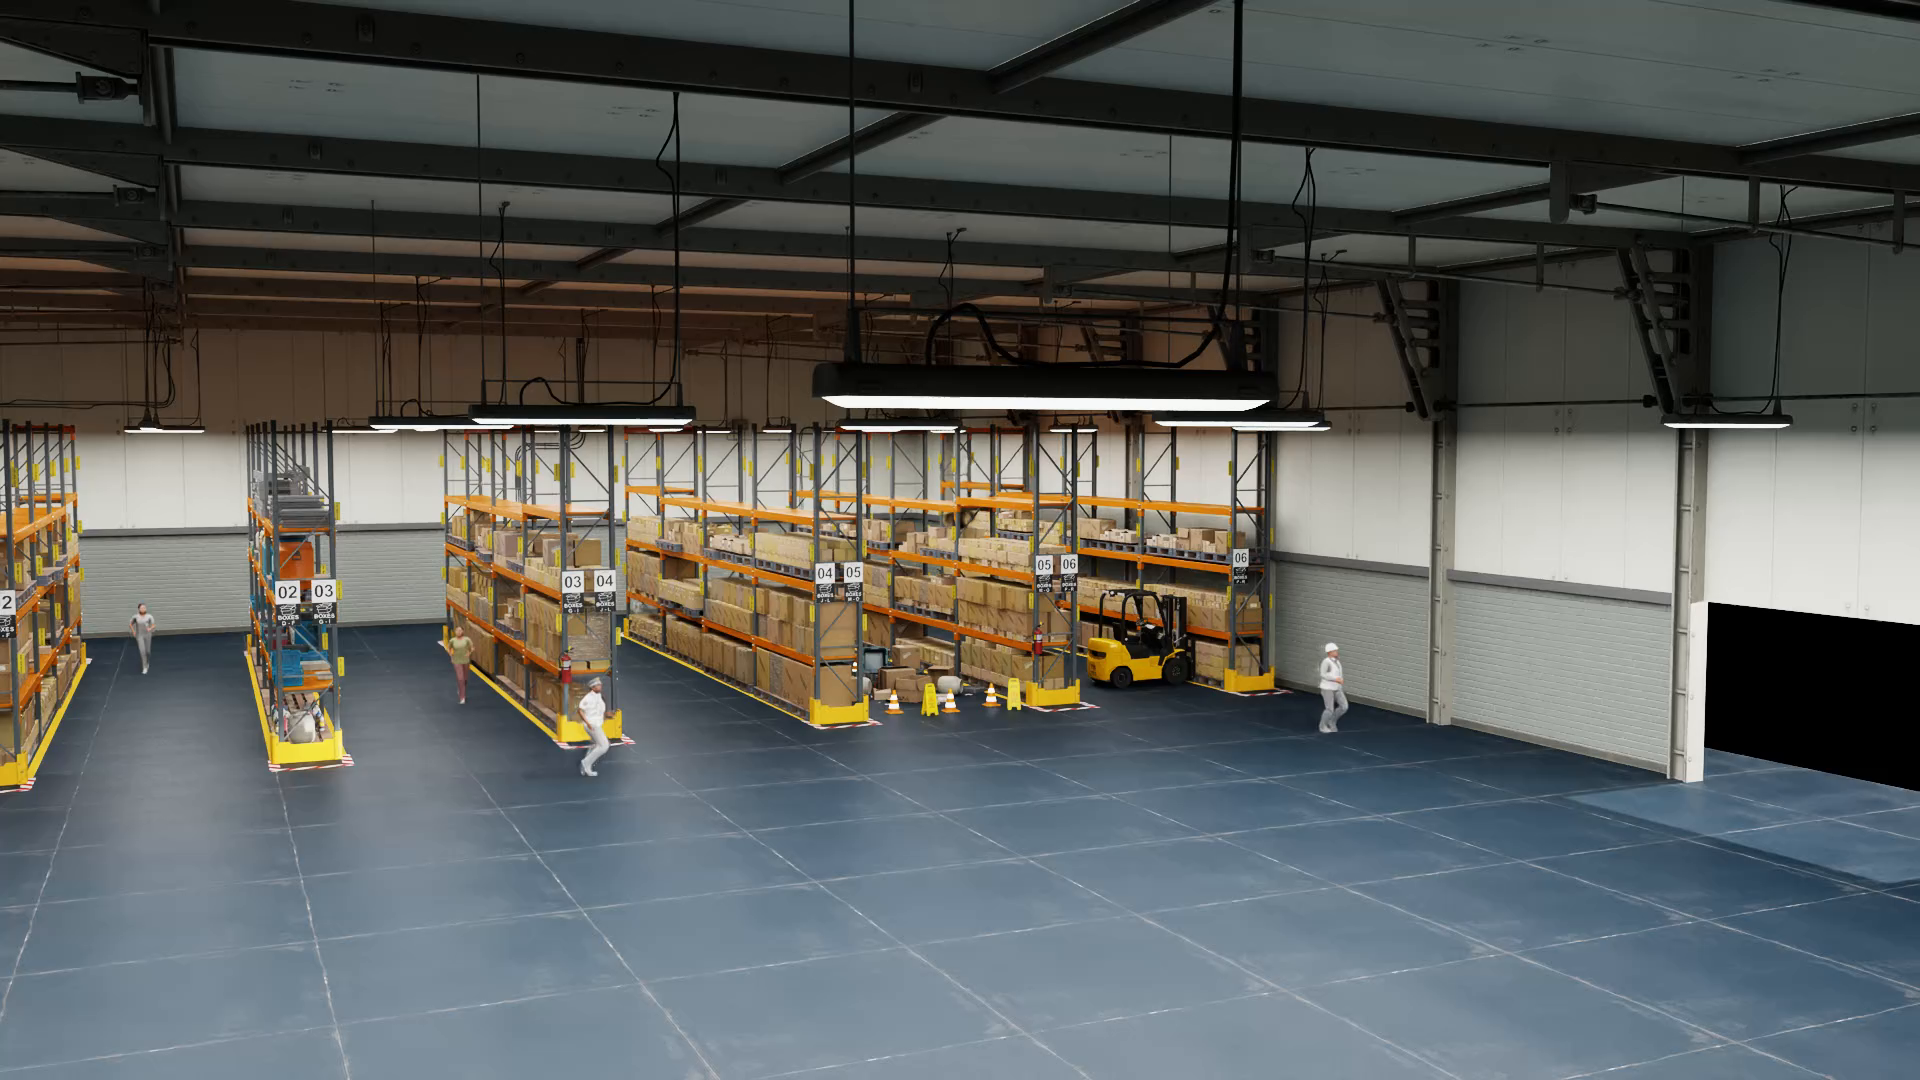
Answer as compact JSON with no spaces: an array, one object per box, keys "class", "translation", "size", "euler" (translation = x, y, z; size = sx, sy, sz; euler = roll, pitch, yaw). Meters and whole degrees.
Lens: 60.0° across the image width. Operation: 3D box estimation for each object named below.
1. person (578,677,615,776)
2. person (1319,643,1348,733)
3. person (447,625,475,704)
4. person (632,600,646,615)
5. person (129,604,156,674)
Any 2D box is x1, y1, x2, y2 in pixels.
[{"class":"person","translation":[-6.110,3.131,28.022],"size":[0.591,1.667,0.559],"euler":[0,4,4]},{"class":"person","translation":[7.166,2.850,31.903],"size":[0.662,1.745,0.638],"euler":[-3,5,-42]},{"class":"person","translation":[-10.750,2.663,35.849],"size":[0.572,1.666,0.801],"euler":[-1,4,-21]},{"class":"person","translation":[-9.405,1.781,49.159],"size":[0.677,1.741,0.671],"euler":[3,4,36]},{"class":"person","translation":[-19.829,2.370,40.361],"size":[0.570,1.672,0.805],"euler":[-2,4,-31]}]
